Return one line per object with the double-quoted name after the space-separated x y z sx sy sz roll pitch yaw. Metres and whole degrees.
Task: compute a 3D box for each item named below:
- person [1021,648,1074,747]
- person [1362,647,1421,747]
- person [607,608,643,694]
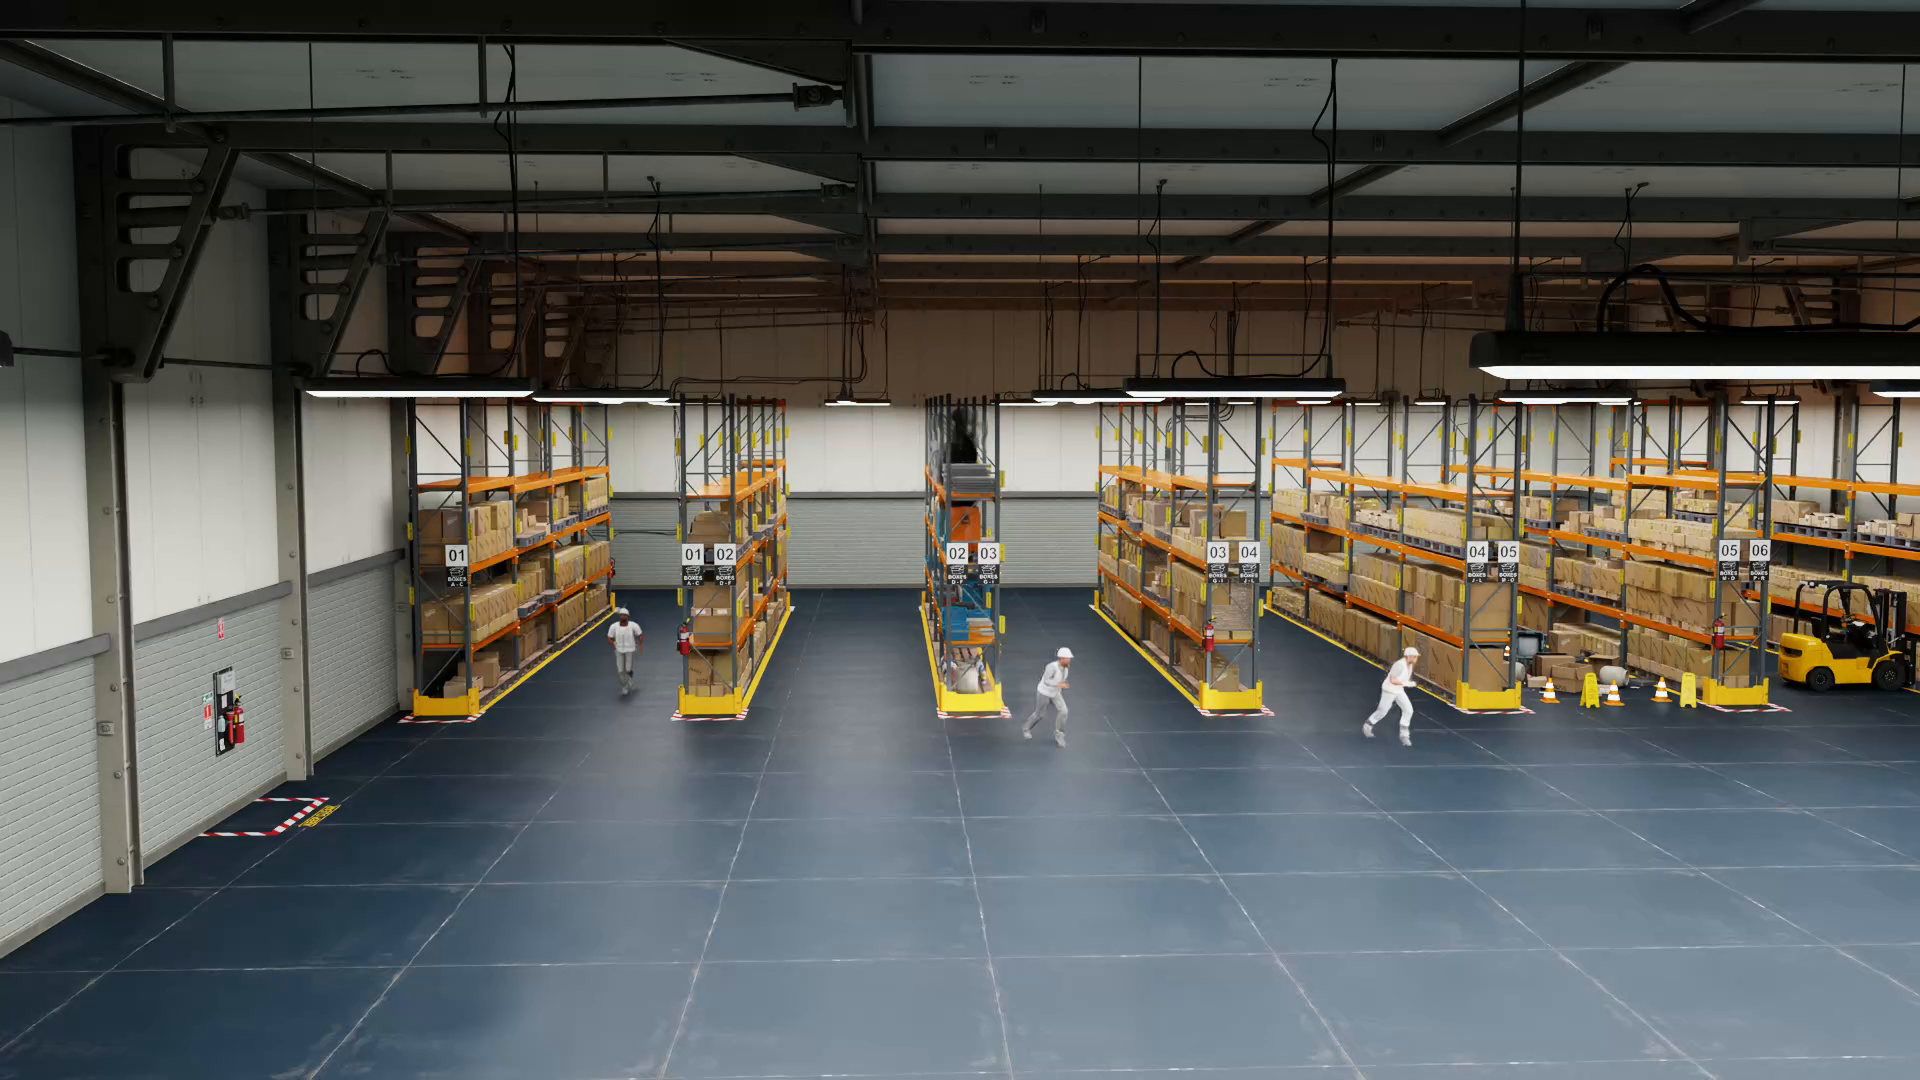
1.506 2.669 28.398 1.033 1.731 0.701 3 6 37 "person"
7.378 2.658 28.444 1.037 1.731 0.705 4 6 41 "person"
-6.733 2.231 33.368 0.700 1.723 0.583 0 5 -4 "person"
